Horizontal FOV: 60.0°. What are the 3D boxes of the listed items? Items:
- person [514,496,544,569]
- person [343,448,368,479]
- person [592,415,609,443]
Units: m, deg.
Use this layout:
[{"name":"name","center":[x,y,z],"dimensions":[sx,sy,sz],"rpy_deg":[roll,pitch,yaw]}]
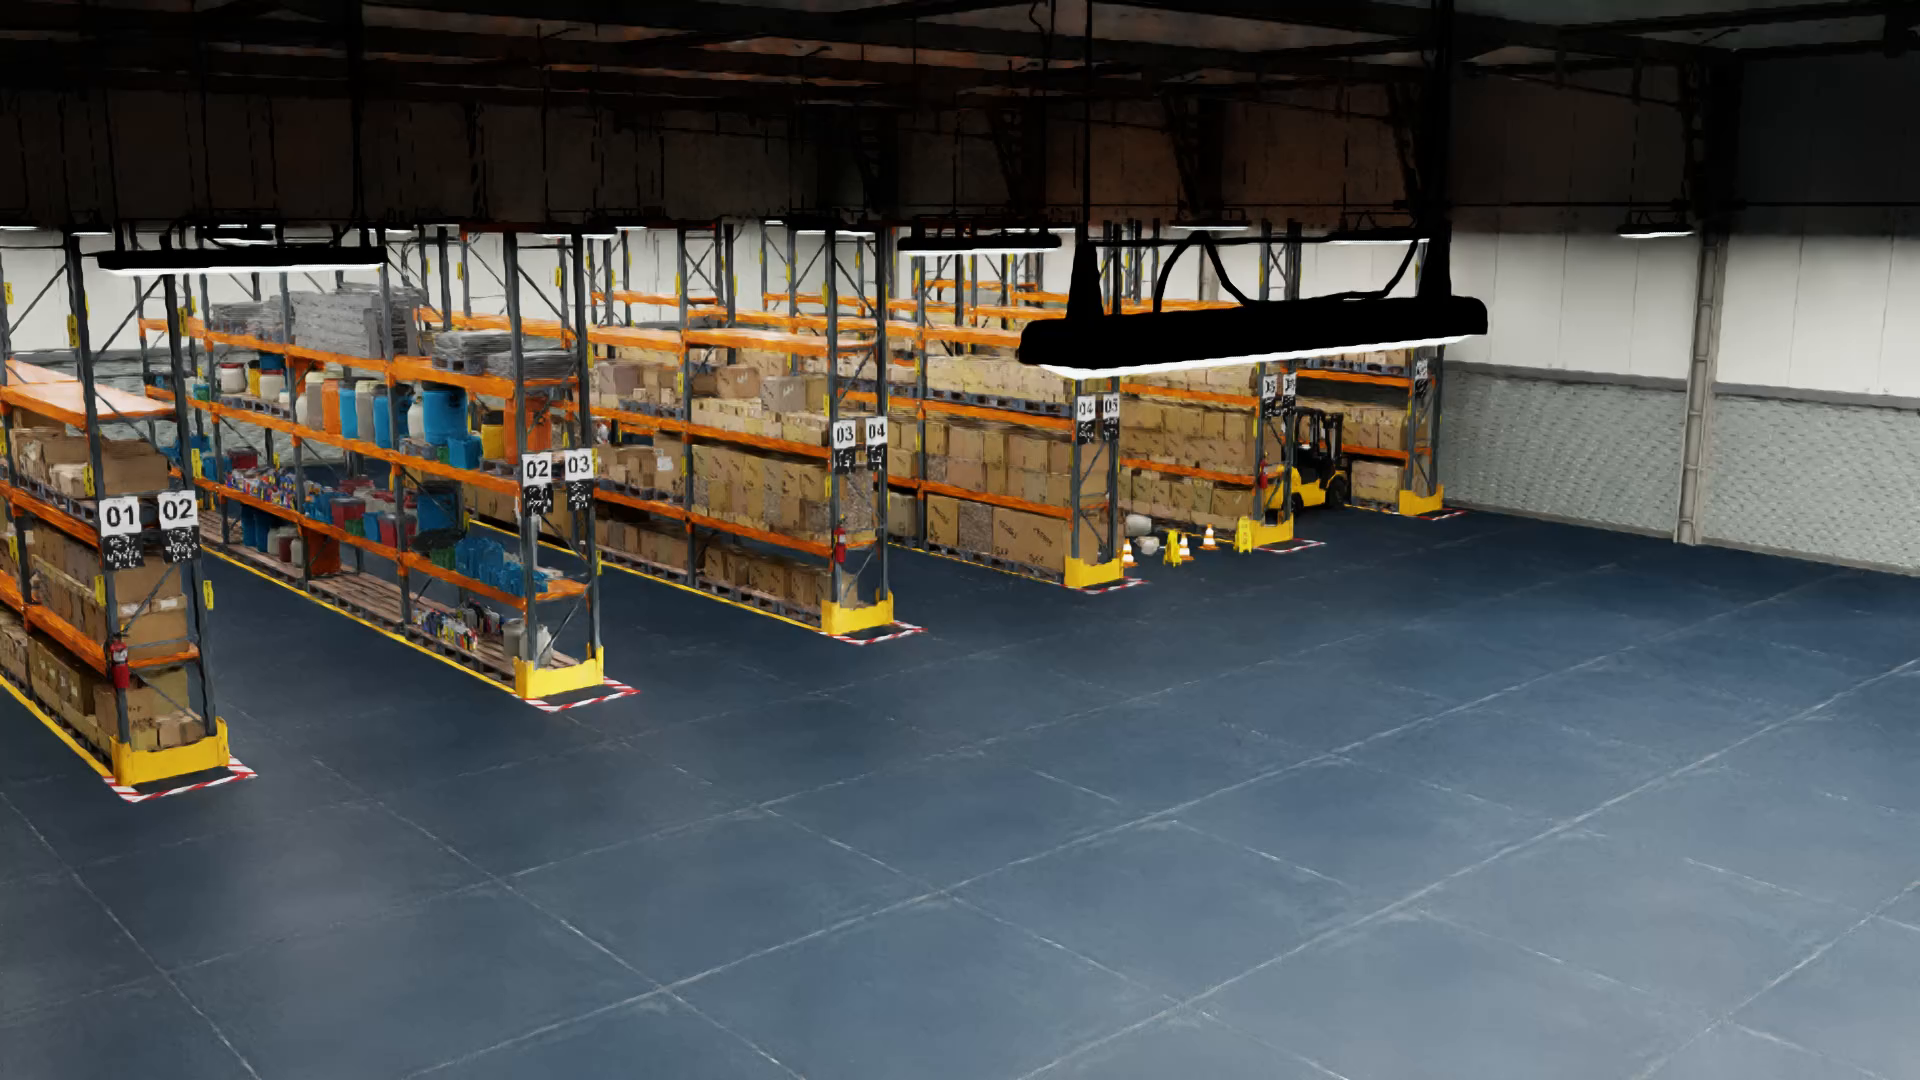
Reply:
[{"name":"person","center":[-7.531,-0.312,29.119],"dimensions":[0.537,1.676,0.416],"rpy_deg":[4,12,18]},{"name":"person","center":[-13.972,-2.129,38.361],"dimensions":[0.504,1.591,0.934],"rpy_deg":[-4,12,-20]},{"name":"person","center":[-7.980,-1.935,36.868],"dimensions":[0.575,1.786,0.681],"rpy_deg":[-6,13,-28]}]
